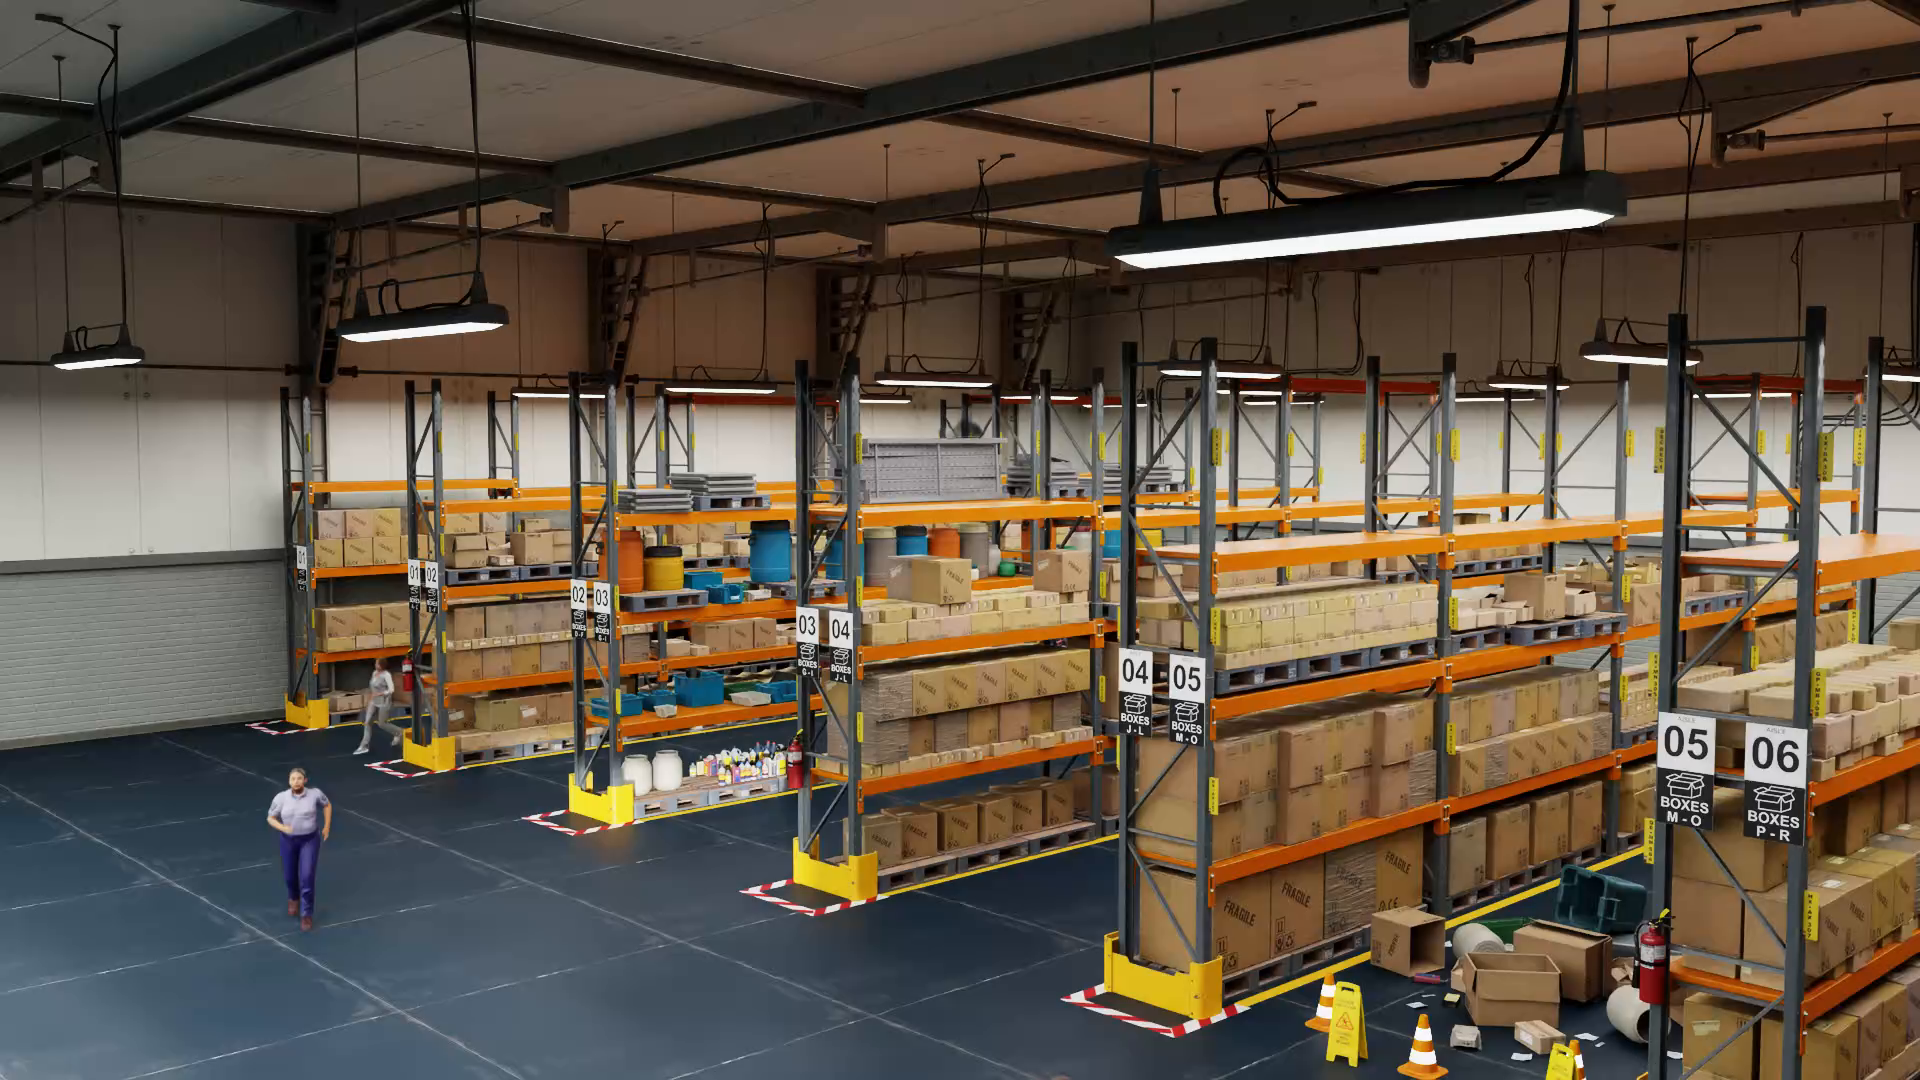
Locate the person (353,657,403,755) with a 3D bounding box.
[{"bbox_3d":[-9.313,2.648,26.797,0.578,1.560,0.895,2,4,31],"label":"person"}]

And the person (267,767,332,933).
[{"bbox_3d":[-6.965,3.229,17.548,0.623,1.668,0.828,-1,4,-17],"label":"person"}]

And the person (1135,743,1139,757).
[{"bbox_3d":[2.668,2.688,25.147,0.686,1.760,0.692,-3,5,-42],"label":"person"}]
